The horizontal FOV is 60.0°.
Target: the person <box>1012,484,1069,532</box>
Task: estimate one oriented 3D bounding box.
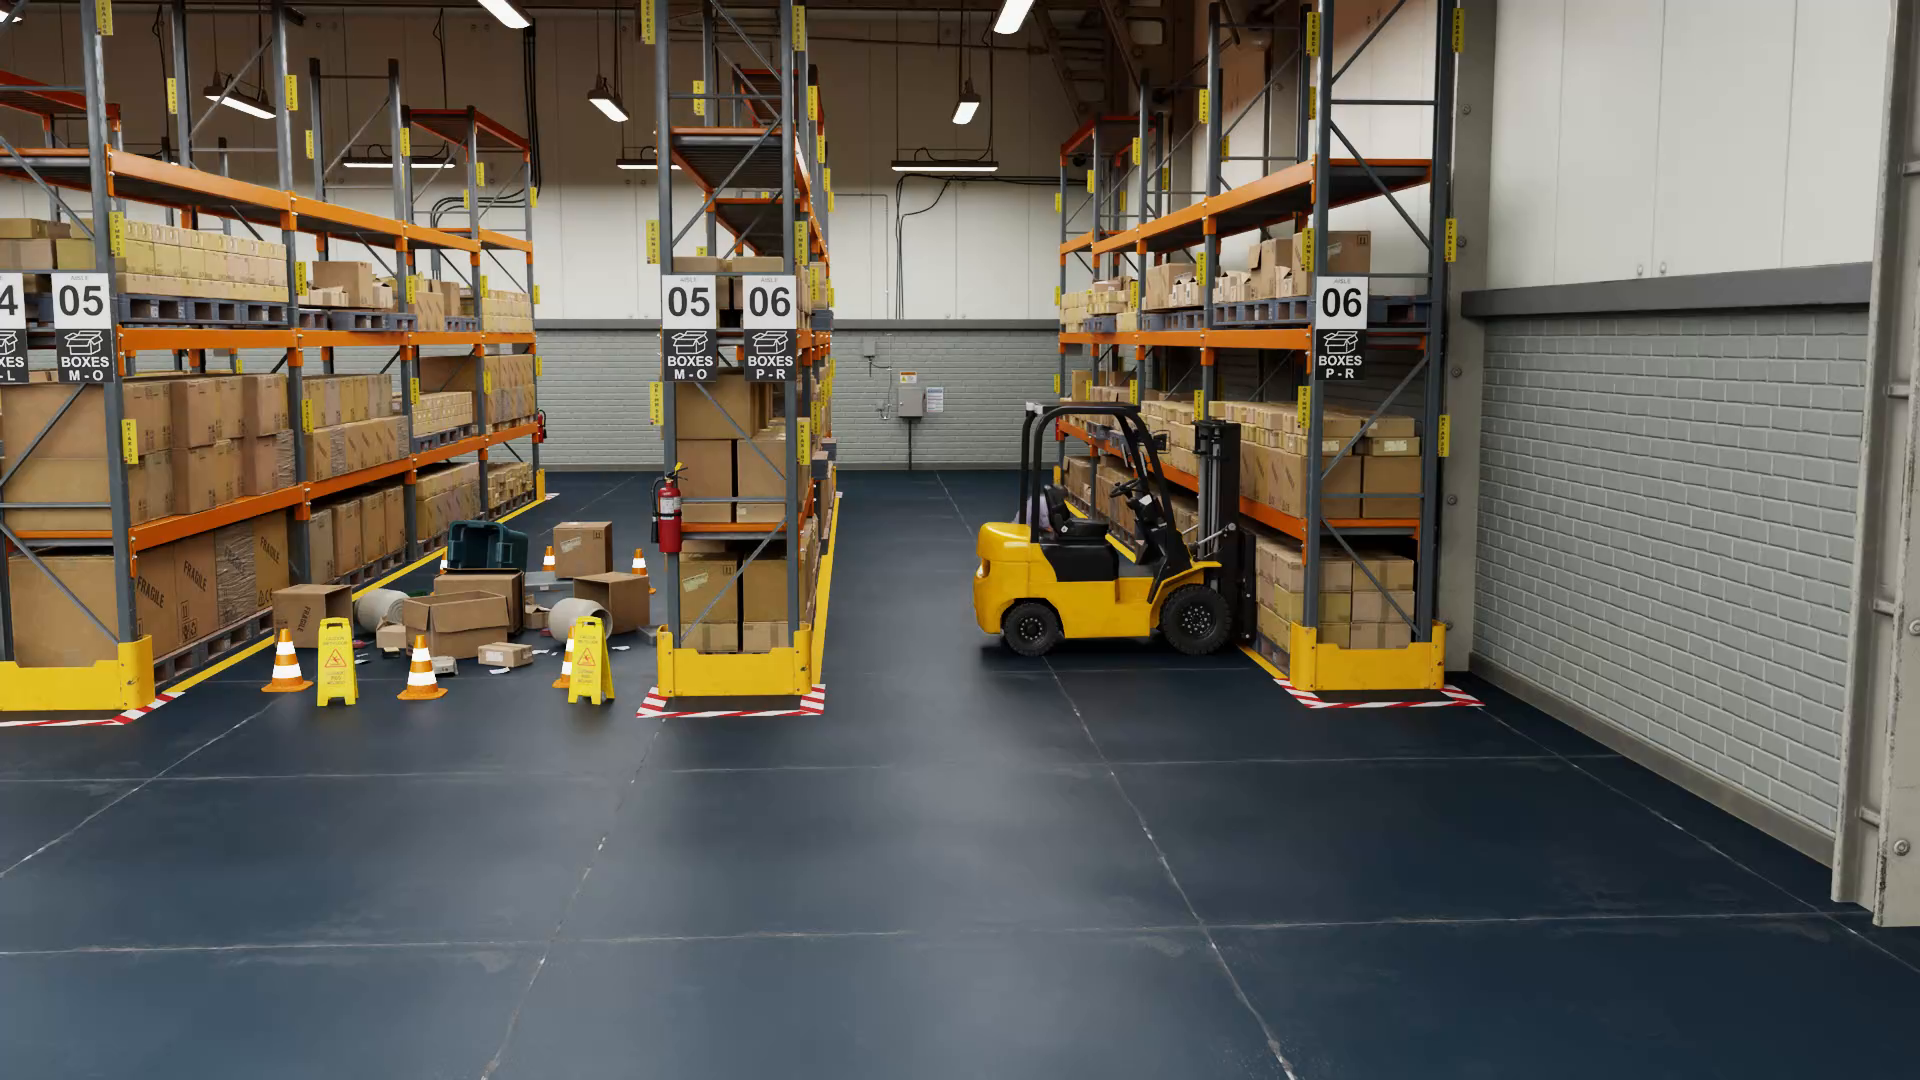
[{"bbox_3d":[0.763,0.042,17.235,0.726,1.228,0.536,0,7,-4],"label":"person"}]
